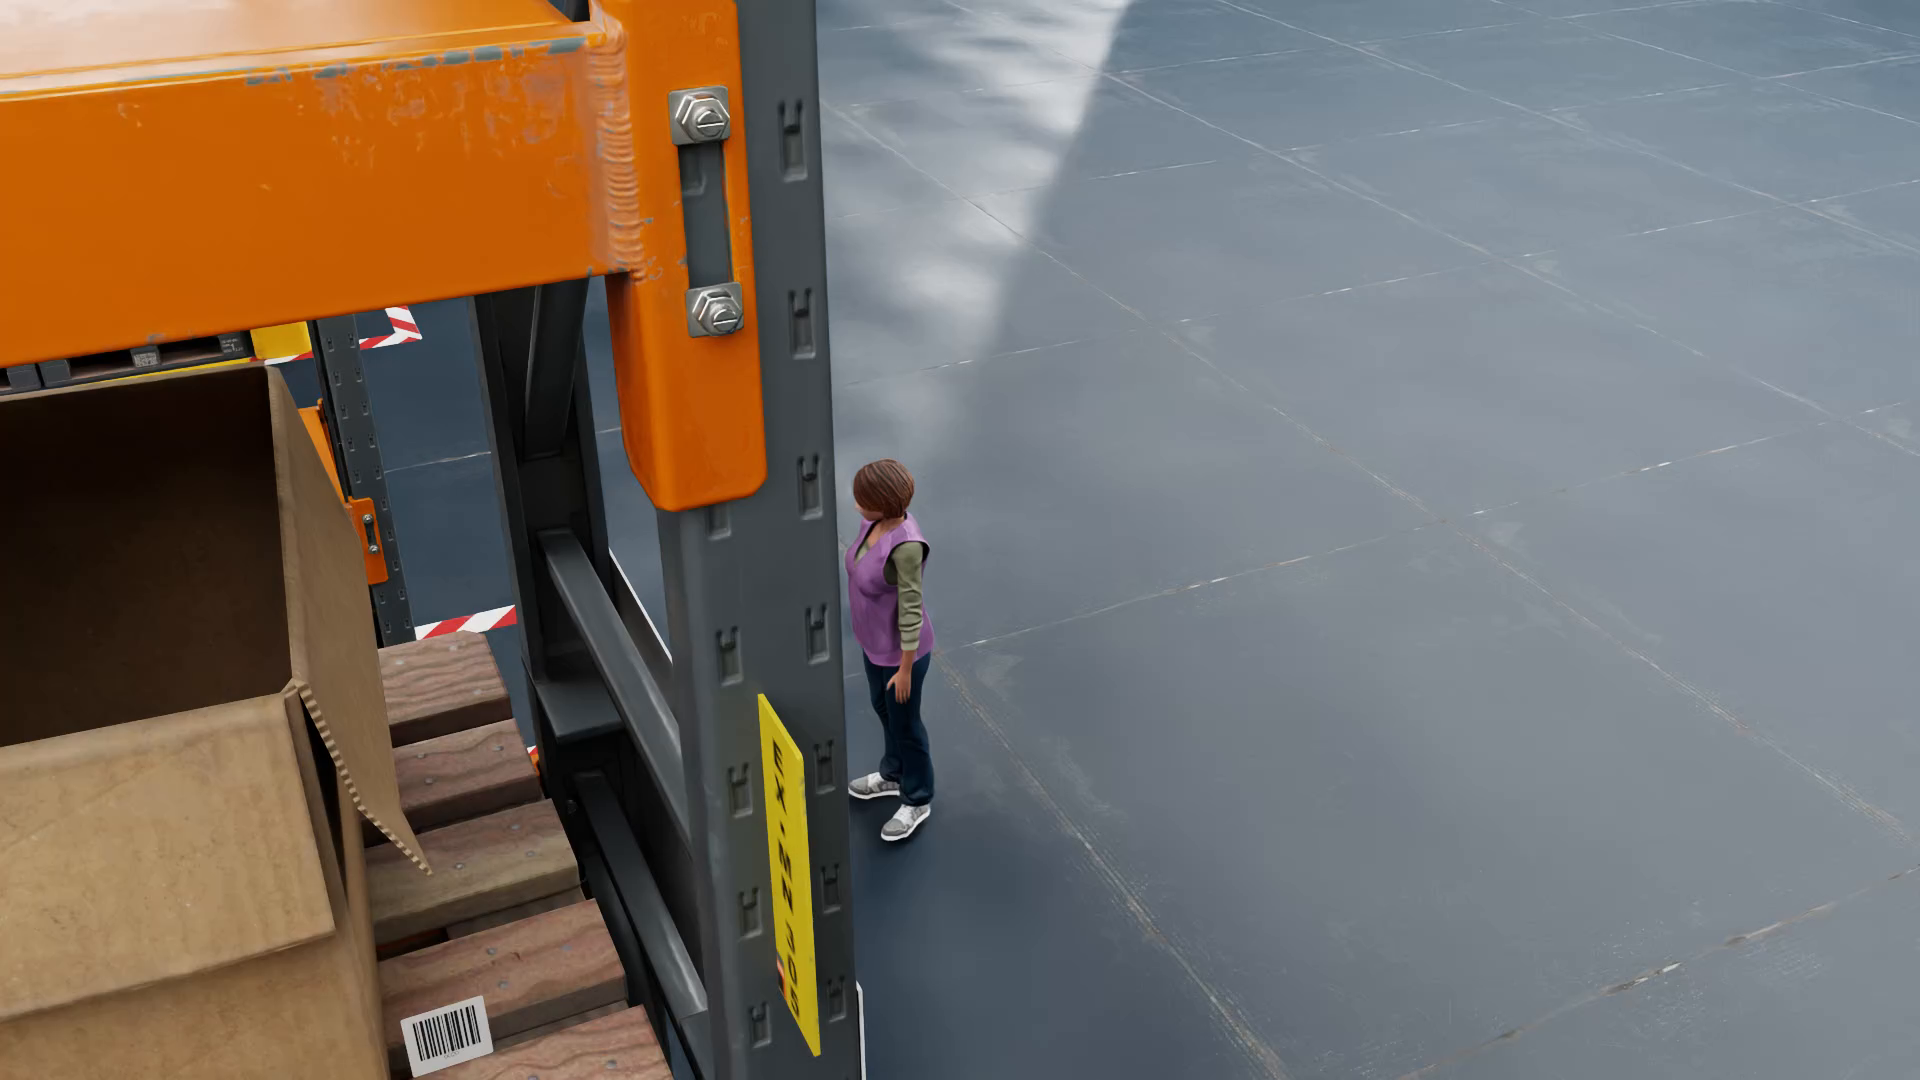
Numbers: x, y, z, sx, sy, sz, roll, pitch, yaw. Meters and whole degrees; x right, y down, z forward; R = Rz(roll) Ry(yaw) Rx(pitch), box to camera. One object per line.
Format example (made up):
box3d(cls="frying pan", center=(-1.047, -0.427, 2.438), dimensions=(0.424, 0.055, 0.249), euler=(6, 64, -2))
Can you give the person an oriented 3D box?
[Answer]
box3d(cls="person", center=(-0.257, 0.421, 6.384), dimensions=(0.313, 1.591, 0.433), euler=(-13, 32, -21))
